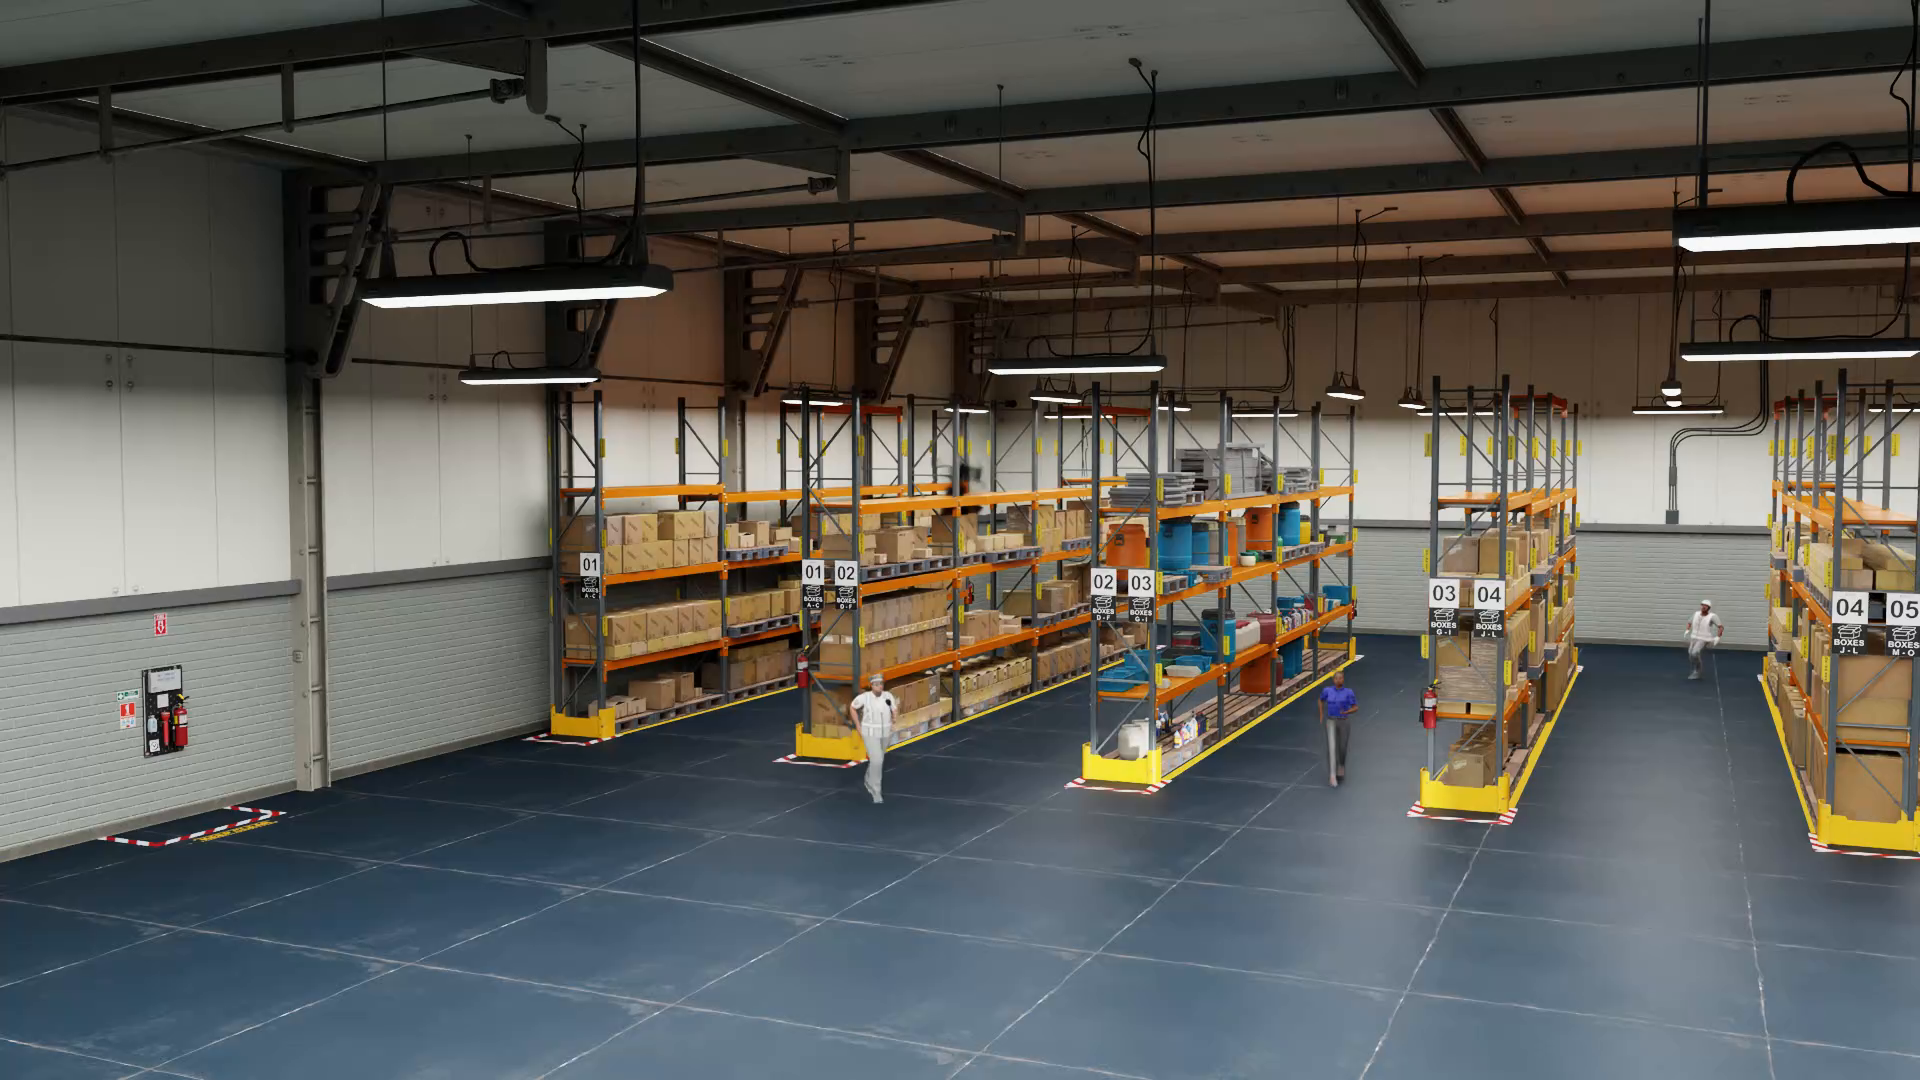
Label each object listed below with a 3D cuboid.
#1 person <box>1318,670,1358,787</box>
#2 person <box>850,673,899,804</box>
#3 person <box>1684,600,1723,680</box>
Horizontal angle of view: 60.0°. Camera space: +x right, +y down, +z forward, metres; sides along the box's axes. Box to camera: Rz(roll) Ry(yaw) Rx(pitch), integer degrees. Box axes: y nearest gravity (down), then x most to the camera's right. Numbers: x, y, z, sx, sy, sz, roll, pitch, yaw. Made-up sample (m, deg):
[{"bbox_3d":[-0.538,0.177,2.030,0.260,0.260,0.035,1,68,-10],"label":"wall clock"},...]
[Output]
[{"bbox_3d":[5.650,2.781,24.881,0.580,1.667,0.913,1,3,12],"label":"person"},{"bbox_3d":[-1.181,2.801,23.739,0.642,1.837,0.800,-2,4,-34],"label":"person"},{"bbox_3d":[15.932,2.156,35.804,0.597,1.744,0.749,-2,4,-29],"label":"person"}]
